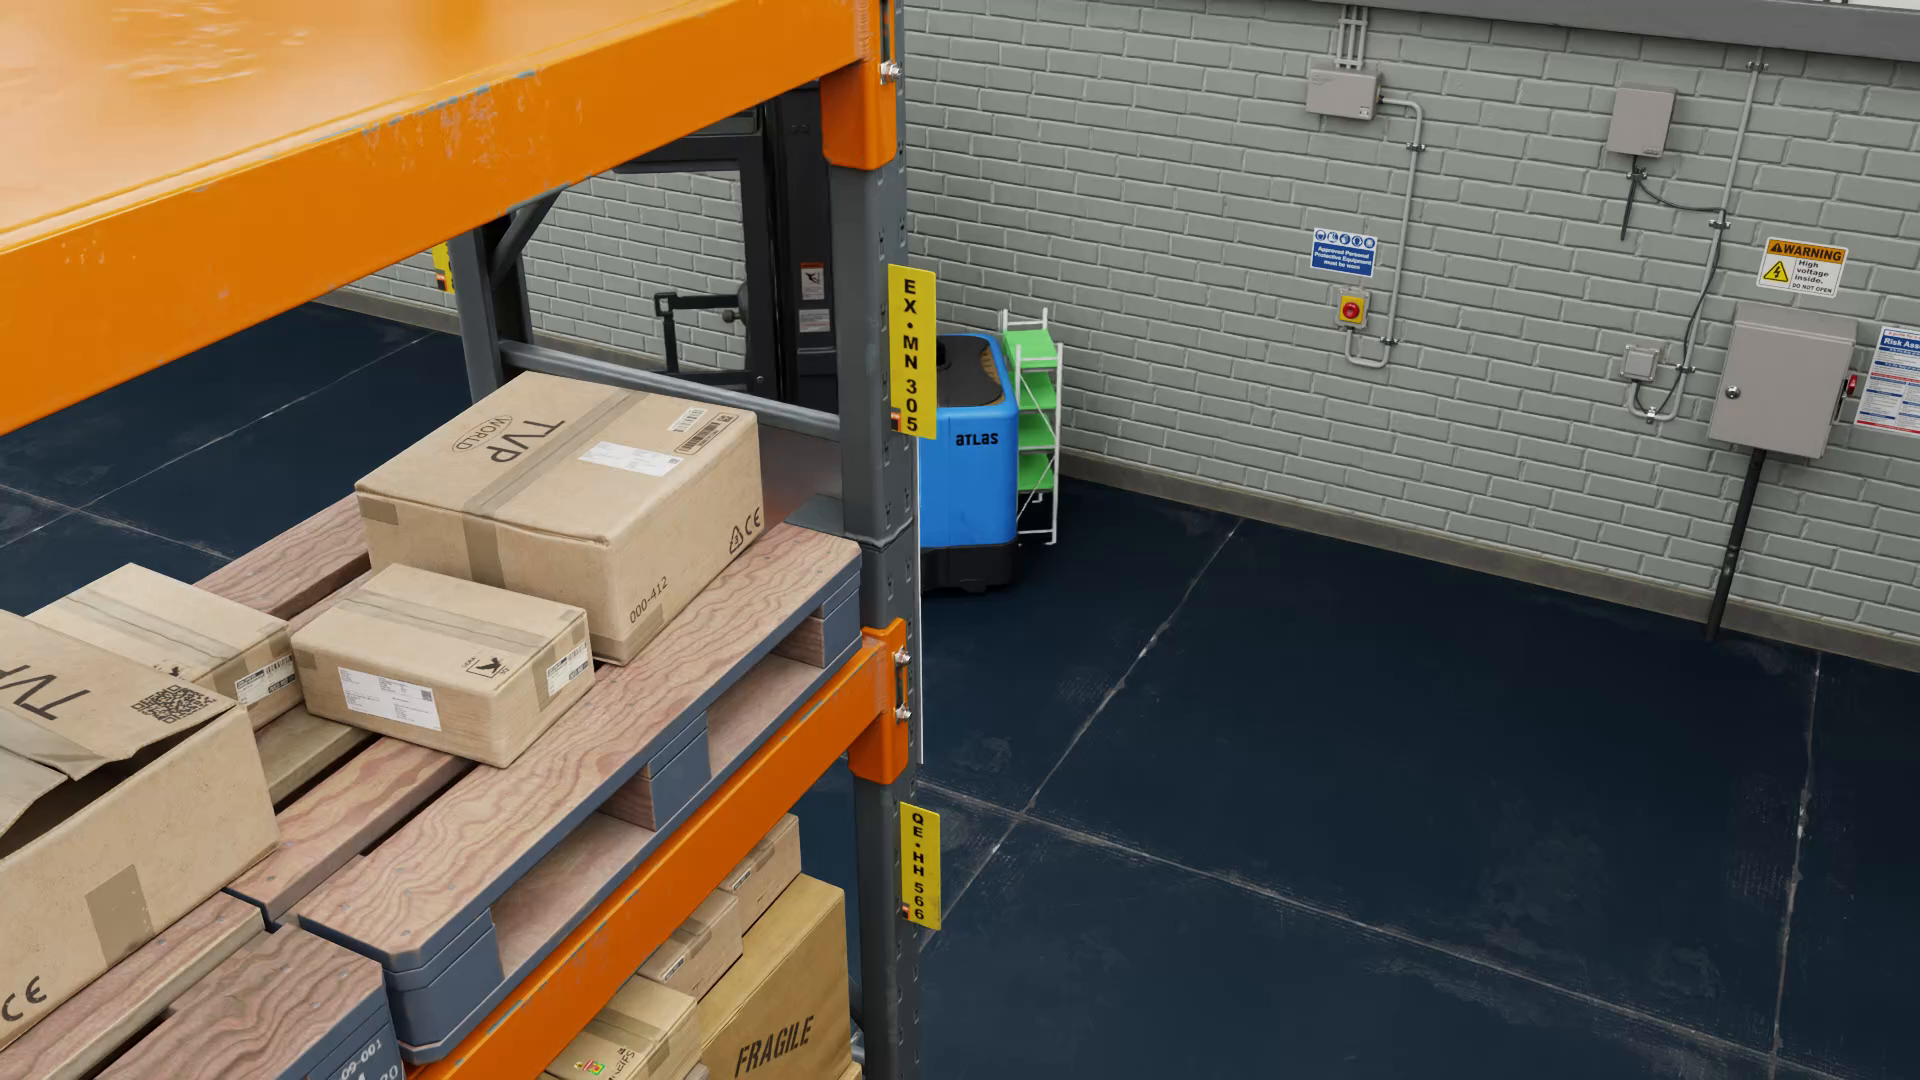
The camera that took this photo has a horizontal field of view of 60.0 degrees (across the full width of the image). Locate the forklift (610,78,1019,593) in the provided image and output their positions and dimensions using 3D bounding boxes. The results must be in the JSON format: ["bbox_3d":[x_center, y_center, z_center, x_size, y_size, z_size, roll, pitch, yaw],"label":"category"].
[{"bbox_3d":[-1.242,-1.165,8.336,3.031,2.935,1.130,-3,30,-5],"label":"forklift"}]

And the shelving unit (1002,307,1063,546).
[{"bbox_3d":[0.383,-0.615,9.116,0.258,1.200,0.503,-3,30,-6],"label":"shelving unit"}]

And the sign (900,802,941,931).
[{"bbox_3d":[-0.088,0.709,3.603,0.100,0.325,0.005,14,33,23],"label":"sign"}]

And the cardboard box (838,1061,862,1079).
[{"bbox_3d":[-0.549,1.415,3.673,0.500,0.500,0.500,14,33,24],"label":"cardboard box"}]

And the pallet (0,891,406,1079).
[{"bbox_3d":[-1.448,0.796,1.928,1.003,0.211,1.213,14,33,23],"label":"pallet"}]

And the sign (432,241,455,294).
[{"bbox_3d":[-1.056,-0.658,3.415,0.100,0.325,0.005,14,33,23],"label":"sign"}]

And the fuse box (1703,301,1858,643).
[{"bbox_3d":[3.787,-0.221,7.916,0.539,1.711,0.414,14,33,23],"label":"fuse box"}]

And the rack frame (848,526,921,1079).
[{"bbox_3d":[-0.565,1.184,4.175,1.000,3.000,0.127,14,33,23],"label":"rack frame"}]

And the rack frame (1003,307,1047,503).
[{"bbox_3d":[0.355,-0.736,9.326,0.240,1.200,0.015,-3,30,-6],"label":"rack frame"}]

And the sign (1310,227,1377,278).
[{"bbox_3d":[1.968,-1.476,8.536,0.327,0.218,0.001,14,33,23],"label":"sign"}]

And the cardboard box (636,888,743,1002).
[{"bbox_3d":[-0.644,0.749,3.178,0.380,0.149,0.250,15,33,24],"label":"cardboard box"}]

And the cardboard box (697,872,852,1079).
[{"bbox_3d":[-0.573,0.975,3.435,0.500,0.500,0.500,15,33,25],"label":"cardboard box"}]

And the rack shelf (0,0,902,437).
[{"bbox_3d":[-1.476,-0.045,1.416,1.077,0.370,4.000,14,33,23],"label":"rack shelf"}]

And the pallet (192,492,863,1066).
[{"bbox_3d":[-0.894,0.253,2.874,1.003,0.211,1.213,14,33,23],"label":"pallet"}]

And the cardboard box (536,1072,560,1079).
[{"bbox_3d":[-0.838,0.985,2.768,0.380,0.149,0.250,15,33,24],"label":"cardboard box"}]

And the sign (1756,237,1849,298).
[{"bbox_3d":[3.832,-1.242,7.571,0.339,0.242,0.001,14,33,23],"label":"sign"}]

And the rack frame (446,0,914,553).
[{"bbox_3d":[-0.565,-1.417,2.681,1.000,3.000,0.127,14,33,23],"label":"rack frame"}]

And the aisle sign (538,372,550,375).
[{"bbox_3d":[-0.790,-0.041,3.698,0.394,0.787,0.004,14,33,23],"label":"aisle sign"}]

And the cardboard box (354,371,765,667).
[{"bbox_3d":[-0.690,-0.057,2.953,0.500,0.250,0.500,11,32,19],"label":"cardboard box"}]

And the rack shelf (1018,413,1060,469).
[{"bbox_3d":[0.383,-0.559,9.148,0.258,0.148,0.480,-3,30,-6],"label":"rack shelf"}]

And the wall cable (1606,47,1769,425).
[{"bbox_3d":[3.251,-1.445,7.733,0.588,1.984,0.122,14,33,23],"label":"wall cable"}]

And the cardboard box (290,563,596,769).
[{"bbox_3d":[-0.810,0.191,2.623,0.380,0.149,0.250,12,32,19],"label":"cardboard box"}]

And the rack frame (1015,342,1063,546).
[{"bbox_3d":[0.411,-0.494,8.906,0.240,1.200,0.015,-3,30,-6],"label":"rack frame"}]

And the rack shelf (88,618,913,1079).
[{"bbox_3d":[-1.476,1.082,2.063,1.077,0.370,4.000,14,33,23],"label":"rack shelf"}]

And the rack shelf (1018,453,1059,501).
[{"bbox_3d":[0.383,-0.351,9.267,0.258,0.148,0.480,-3,30,-6],"label":"rack shelf"}]

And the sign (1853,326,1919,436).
[{"bbox_3d":[4.321,-0.718,7.583,0.329,0.494,0.001,14,33,23],"label":"sign"}]

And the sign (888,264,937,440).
[{"bbox_3d":[-0.088,-0.337,3.002,0.100,0.325,0.005,14,33,23],"label":"sign"}]

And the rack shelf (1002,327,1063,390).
[{"bbox_3d":[0.383,-0.976,8.909,0.258,0.148,0.480,-3,30,-6],"label":"rack shelf"}]

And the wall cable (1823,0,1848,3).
[{"bbox_3d":[4.907,-3.198,5.746,2.988,3.039,0.133,14,33,23],"label":"wall cable"}]

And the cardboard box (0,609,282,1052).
[{"bbox_3d":[-1.291,0.349,2.185,0.500,0.311,0.500,15,33,24],"label":"cardboard box"}]

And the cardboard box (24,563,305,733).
[{"bbox_3d":[-1.265,0.197,2.612,0.380,0.149,0.250,16,33,25],"label":"cardboard box"}]

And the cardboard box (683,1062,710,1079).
[{"bbox_3d":[-0.785,1.214,3.020,0.500,0.500,0.500,14,33,23],"label":"cardboard box"}]

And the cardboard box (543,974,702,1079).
[{"bbox_3d":[-0.687,0.882,2.946,0.380,0.149,0.250,14,33,23],"label":"cardboard box"}]

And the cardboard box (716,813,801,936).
[{"bbox_3d":[-0.550,0.631,3.384,0.380,0.149,0.250,15,33,24],"label":"cardboard box"}]

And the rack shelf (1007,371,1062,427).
[{"bbox_3d":[0.383,-0.768,9.028,0.258,0.148,0.480,-3,30,-6],"label":"rack shelf"}]

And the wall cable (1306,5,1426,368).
[{"bbox_3d":[1.983,-1.775,8.277,0.585,1.953,0.123,14,33,23],"label":"wall cable"}]

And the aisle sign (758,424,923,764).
[{"bbox_3d":[-0.256,0.096,3.461,0.394,0.787,0.004,14,33,23],"label":"aisle sign"}]
